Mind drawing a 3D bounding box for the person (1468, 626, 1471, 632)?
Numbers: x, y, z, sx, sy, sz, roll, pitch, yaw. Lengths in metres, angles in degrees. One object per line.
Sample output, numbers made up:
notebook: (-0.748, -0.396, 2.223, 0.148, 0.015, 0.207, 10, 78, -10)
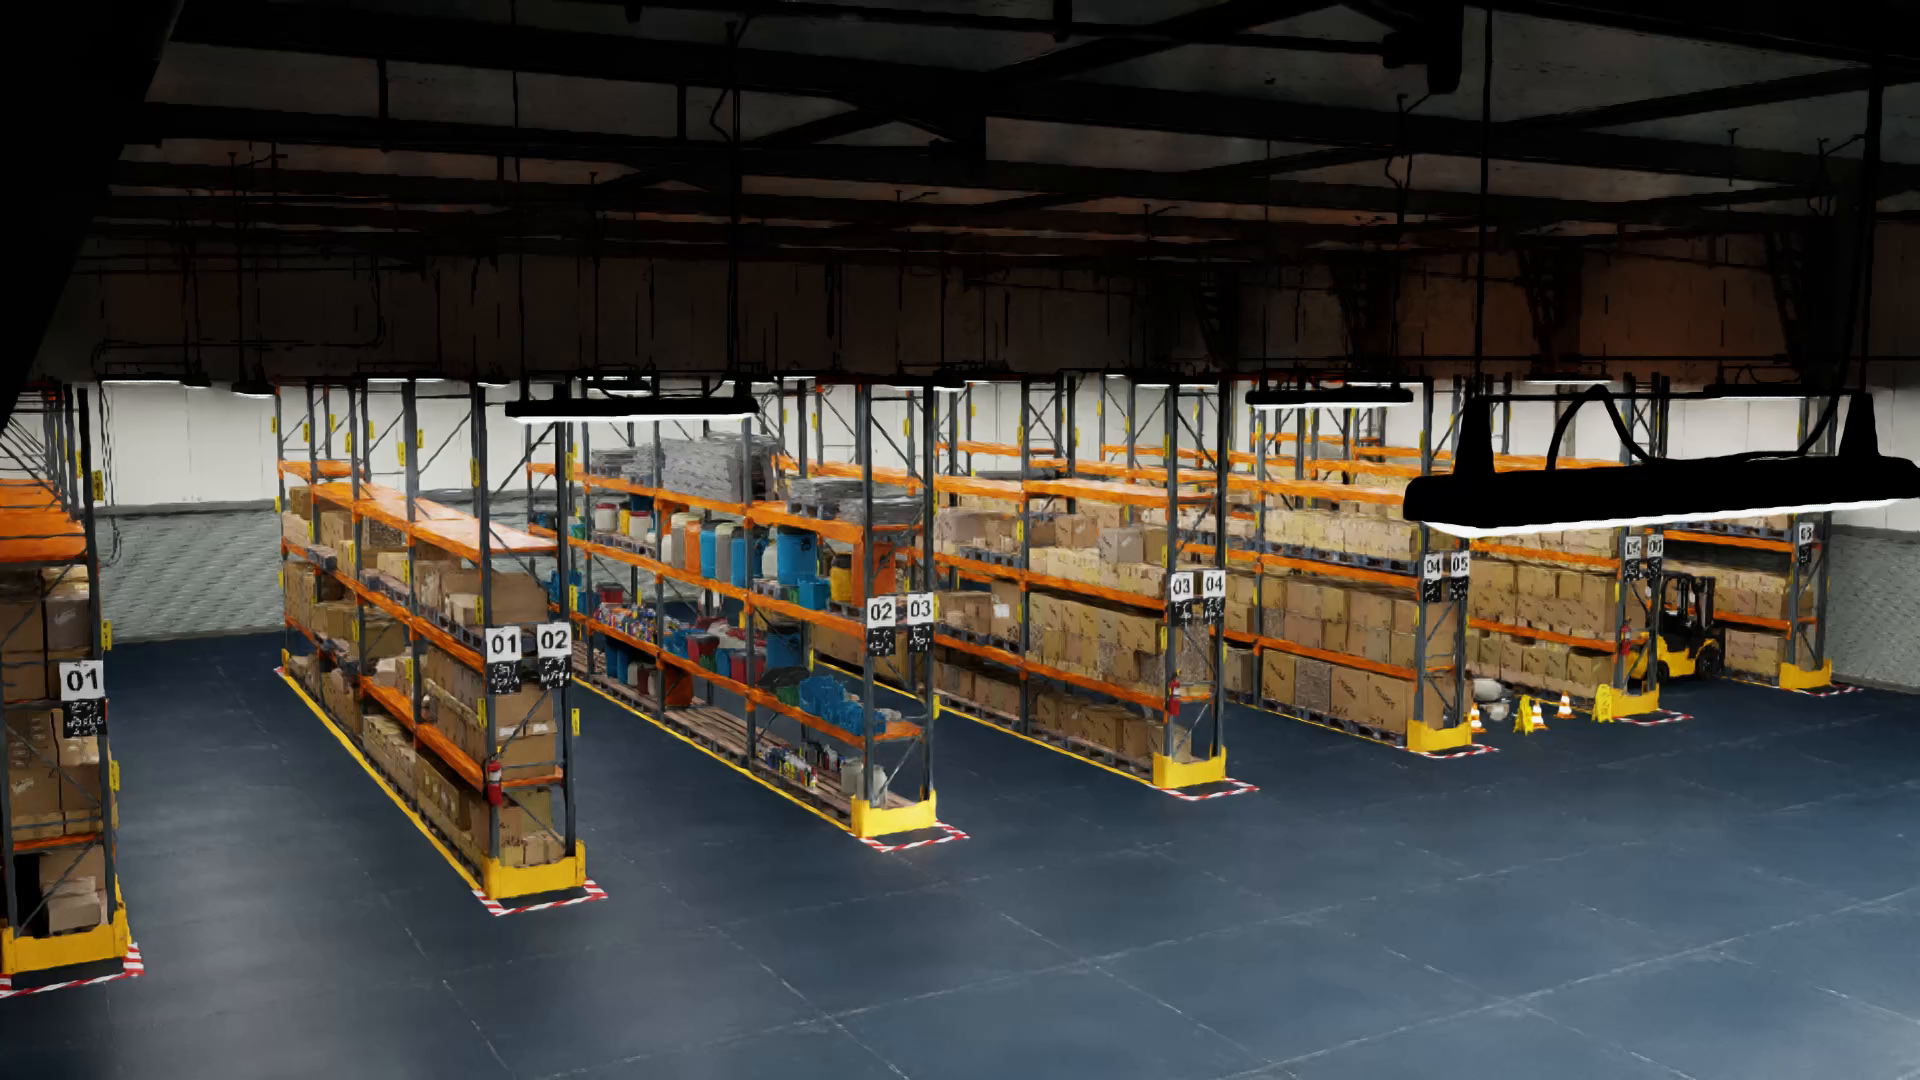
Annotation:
person: (11.289, 1.294, 37.808, 0.588, 1.784, 0.666, -1, 6, -7)

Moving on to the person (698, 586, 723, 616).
person: (-5.542, 1.413, 37.156, 0.543, 1.700, 1.119, -4, 7, -32)

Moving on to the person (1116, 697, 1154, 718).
person: (3.005, 2.412, 28.542, 0.497, 1.583, 1.090, -3, 7, -28)

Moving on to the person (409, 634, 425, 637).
person: (-12.242, 1.417, 37.767, 0.457, 1.590, 0.599, 1, 6, 12)
